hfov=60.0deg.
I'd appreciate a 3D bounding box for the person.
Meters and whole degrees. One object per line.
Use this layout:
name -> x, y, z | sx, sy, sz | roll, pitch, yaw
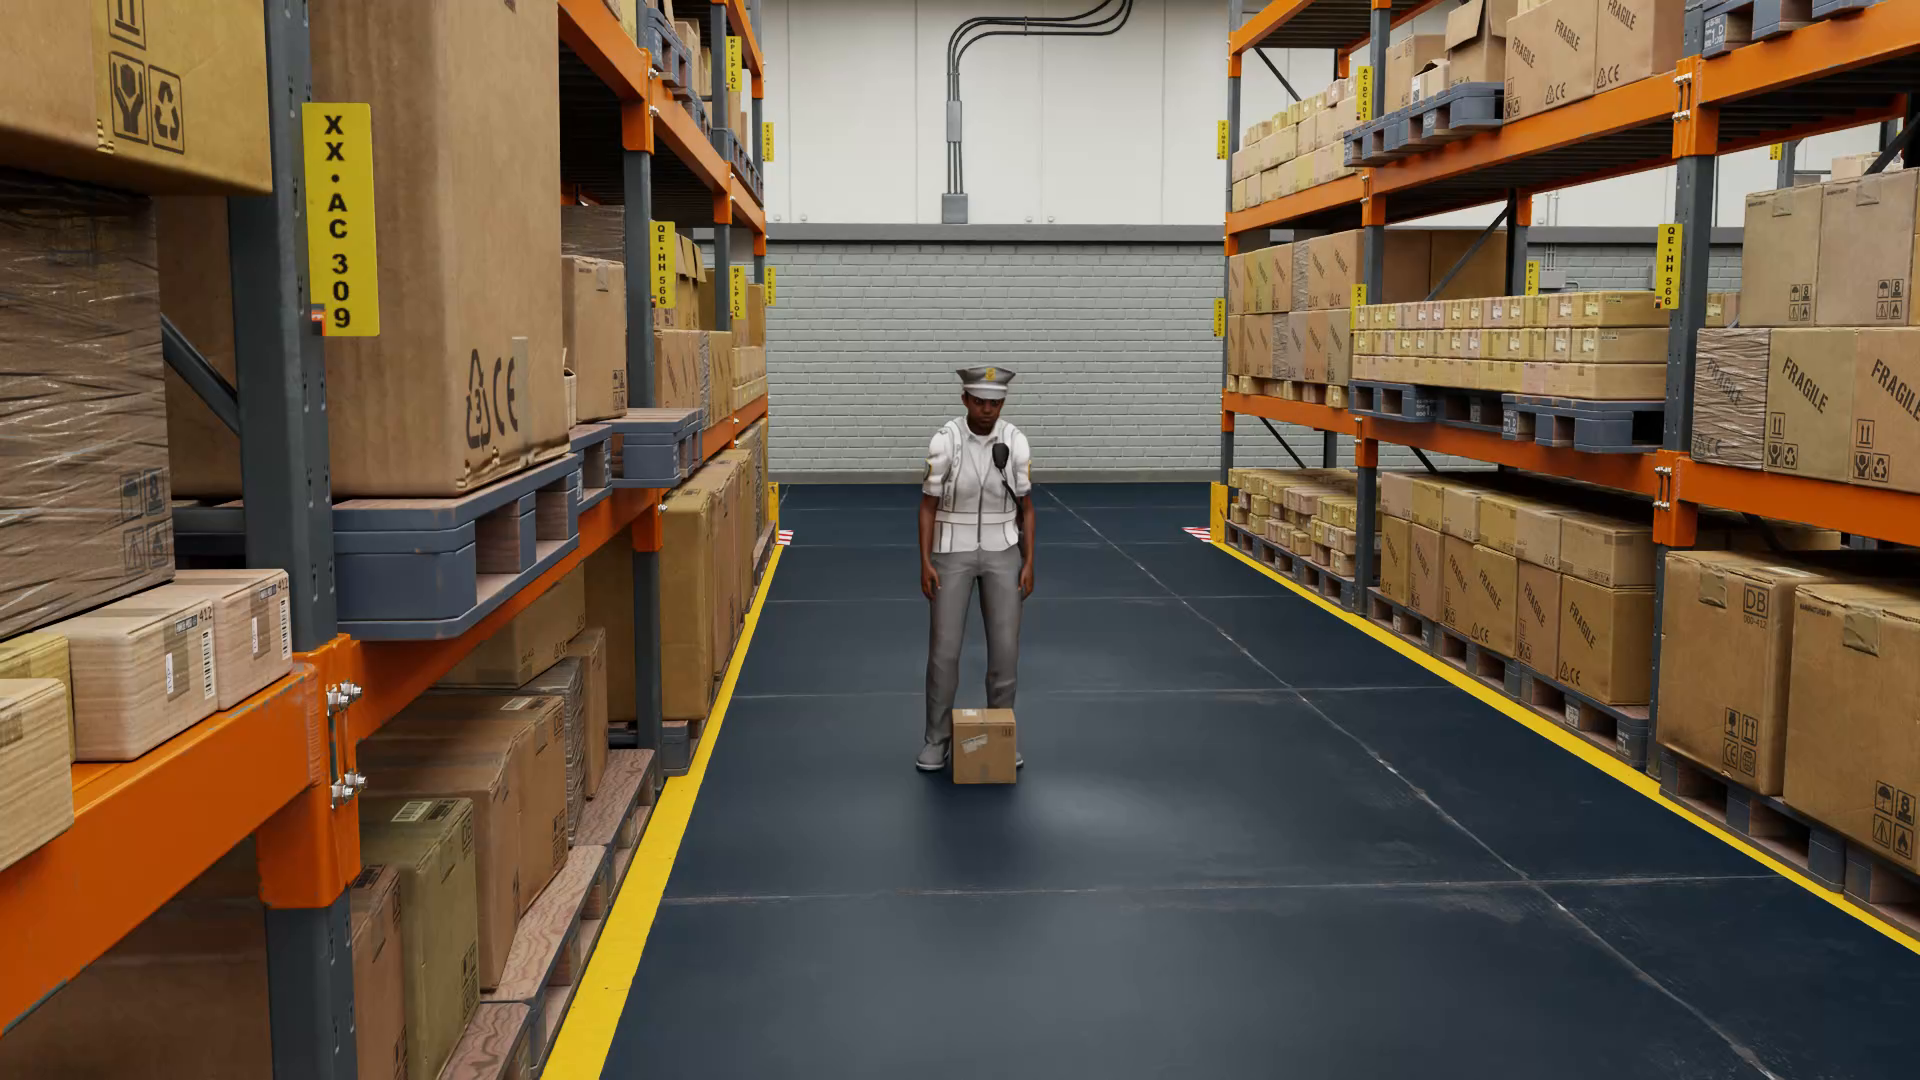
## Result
person -> 0.063, 0.108, 6.883 | 0.511, 1.657, 0.394 | -1, 7, -6
